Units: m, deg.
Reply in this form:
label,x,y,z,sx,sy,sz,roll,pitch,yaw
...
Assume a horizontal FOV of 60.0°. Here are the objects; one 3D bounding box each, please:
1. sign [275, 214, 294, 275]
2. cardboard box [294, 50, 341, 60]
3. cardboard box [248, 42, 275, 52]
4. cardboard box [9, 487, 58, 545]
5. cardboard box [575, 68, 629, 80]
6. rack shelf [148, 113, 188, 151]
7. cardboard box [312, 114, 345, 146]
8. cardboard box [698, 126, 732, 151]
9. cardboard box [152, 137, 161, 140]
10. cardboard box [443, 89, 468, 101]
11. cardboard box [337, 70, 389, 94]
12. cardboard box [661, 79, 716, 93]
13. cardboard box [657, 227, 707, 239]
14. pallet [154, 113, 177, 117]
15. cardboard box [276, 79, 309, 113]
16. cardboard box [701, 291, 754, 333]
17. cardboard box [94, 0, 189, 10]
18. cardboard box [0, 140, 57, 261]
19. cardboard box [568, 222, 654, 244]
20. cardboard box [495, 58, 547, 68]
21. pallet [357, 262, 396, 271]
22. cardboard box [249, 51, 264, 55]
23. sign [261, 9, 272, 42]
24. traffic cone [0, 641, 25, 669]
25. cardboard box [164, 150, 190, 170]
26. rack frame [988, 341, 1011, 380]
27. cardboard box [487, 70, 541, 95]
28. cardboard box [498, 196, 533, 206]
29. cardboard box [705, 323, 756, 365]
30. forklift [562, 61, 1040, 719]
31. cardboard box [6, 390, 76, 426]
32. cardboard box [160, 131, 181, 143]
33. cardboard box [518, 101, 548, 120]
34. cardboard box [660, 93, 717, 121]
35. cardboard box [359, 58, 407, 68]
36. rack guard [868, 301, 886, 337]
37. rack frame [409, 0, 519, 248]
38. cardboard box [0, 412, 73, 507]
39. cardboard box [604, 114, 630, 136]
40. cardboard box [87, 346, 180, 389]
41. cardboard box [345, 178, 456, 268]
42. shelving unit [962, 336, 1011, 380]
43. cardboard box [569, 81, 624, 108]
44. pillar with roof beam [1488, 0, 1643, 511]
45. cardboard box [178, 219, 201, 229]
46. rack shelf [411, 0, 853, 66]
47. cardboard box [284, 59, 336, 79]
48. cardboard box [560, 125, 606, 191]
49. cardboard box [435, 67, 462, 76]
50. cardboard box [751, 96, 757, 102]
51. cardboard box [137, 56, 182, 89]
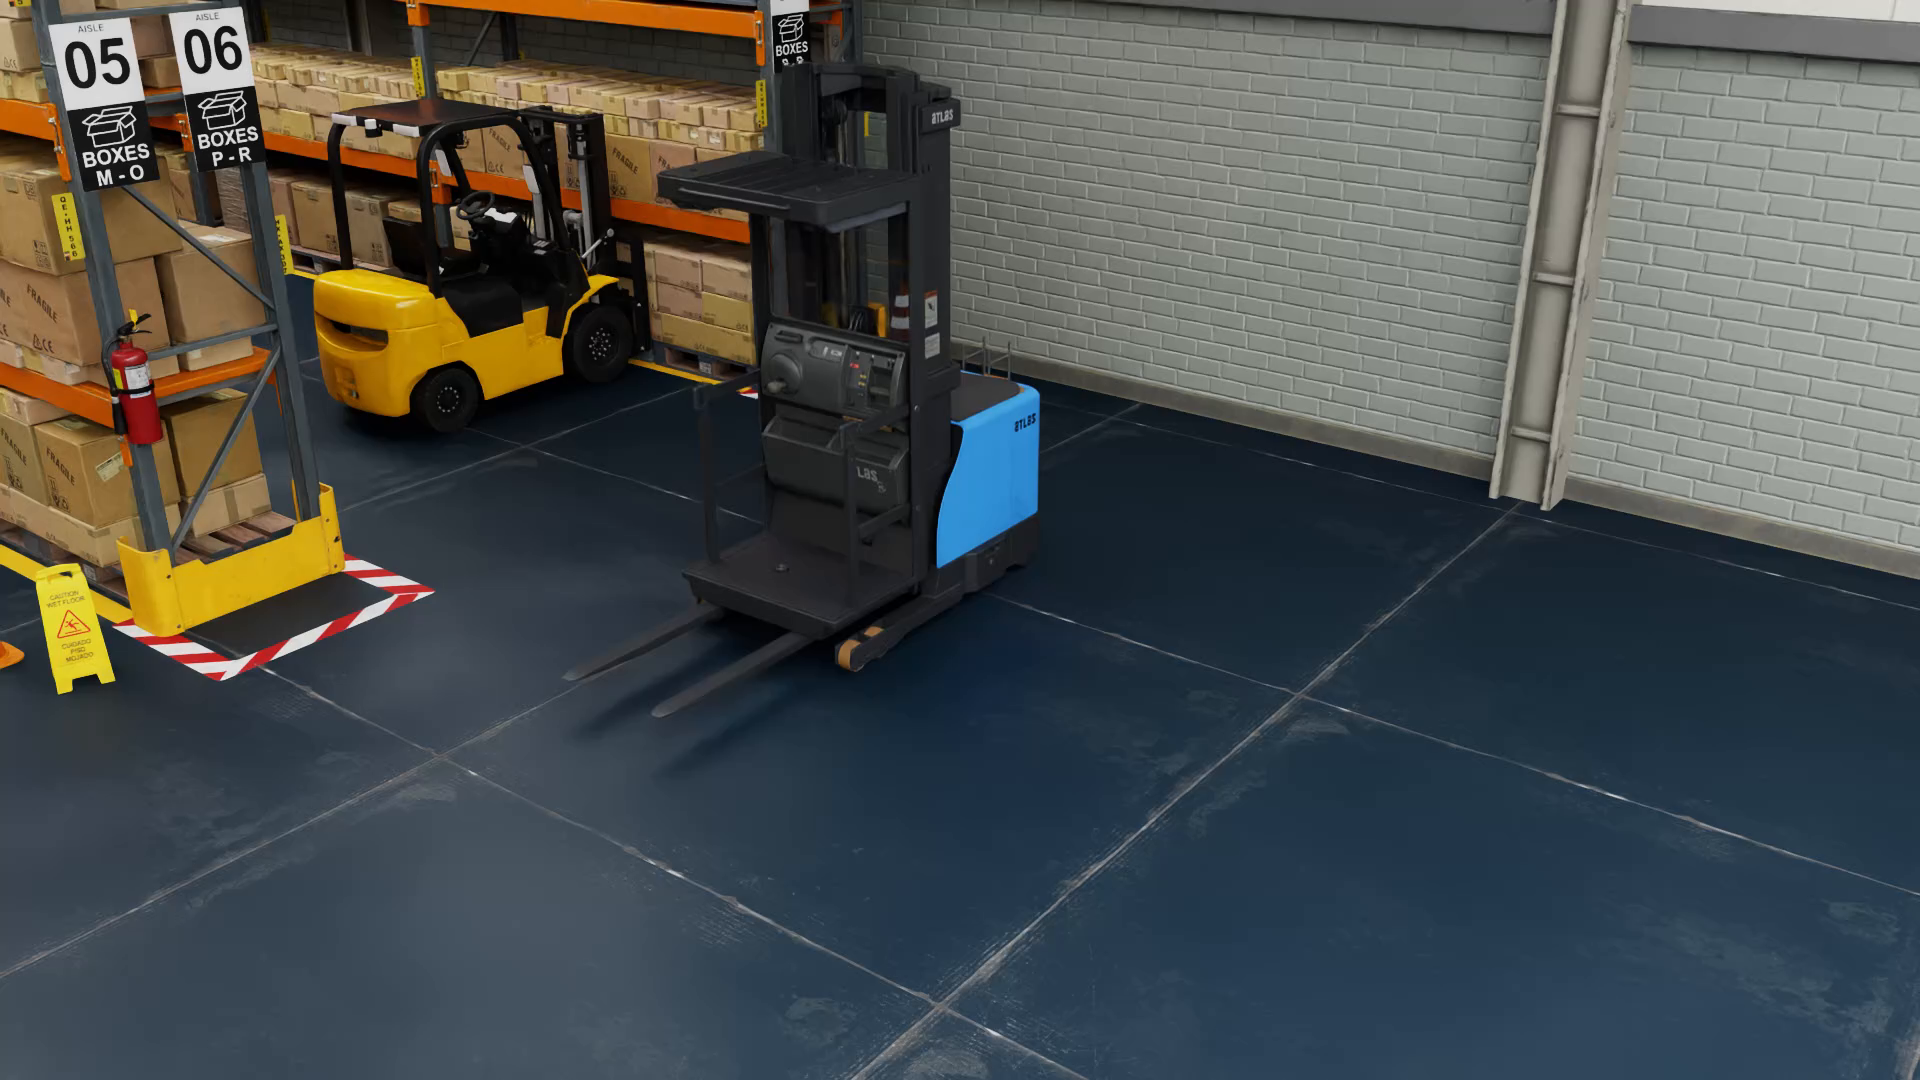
label,x,y,z,sx,sy,sz,roll,pitch,yaw
sign,-3.725,-1.616,9.123,0.005,0.325,0.100,17,29,33
cardboard box,-6.248,-4.676,16.214,0.250,0.149,0.380,17,29,33
cardboard box,-7.096,-4.911,16.746,0.250,0.149,0.380,18,29,35
cardboard box,-5.268,-0.215,9.907,0.500,0.250,0.500,17,29,33
cardboard box,-3.011,-3.870,14.015,0.250,0.149,0.380,16,29,32
rack shelf,-9.078,-4.736,18.170,4.000,0.370,1.077,17,29,33
cardboard box,-5.622,-3.833,15.414,0.500,0.250,0.500,17,29,34
cardboard box,-1.744,-3.035,12.490,0.250,0.149,0.380,17,29,34
cardboard box,-8.830,-4.237,17.920,0.250,0.149,0.380,16,29,33
cardboard box,-4.180,-3.795,14.214,0.250,0.149,0.380,16,29,32
cardboard box,-5.355,-4.121,14.955,0.250,0.149,0.380,16,28,32
cardboard box,-2.192,-3.625,13.459,0.250,0.149,0.380,16,28,32
cardboard box,-2.143,-2.460,13.761,0.500,0.250,0.500,17,29,33
pallet,-8.062,-4.635,17.287,1.003,0.211,1.213,17,29,33
cardboard box,-6.037,-4.186,15.597,0.500,0.250,0.500,17,29,34
cardboard box,-1.653,-1.826,12.944,0.500,0.250,0.500,16,29,33
cardboard box,-4.212,-2.819,8.530,0.250,0.149,0.380,17,29,33
cardboard box,-4.990,-1.862,9.022,0.500,0.500,0.700,17,29,34
cardboard box,-2.855,-2.414,13.659,0.500,0.250,0.500,16,28,32
cardboard box,-3.840,-4.113,14.567,0.250,0.149,0.380,17,29,33
pallet,-4.890,-2.504,15.670,1.213,0.211,1.003,17,29,33
cardboard box,-6.964,-4.634,16.118,0.250,0.149,0.380,18,29,35
sign,-7.147,-5.291,17.102,0.005,0.325,0.100,17,29,33
traffic cone,-5.168,0.429,8.703,0.334,0.463,0.336,17,29,33
cardboard box,-8.025,-3.964,17.302,0.250,0.149,0.380,15,28,31
rack frame,0.234,-0.608,10.142,0.006,1.200,0.240,16,28,31
cardboard box,-3.727,-3.827,13.919,0.250,0.149,0.380,16,29,32
cardboard box,-3.767,-2.949,14.872,0.500,0.250,0.500,17,29,34
cardboard box,-1.642,-1.592,13.033,0.500,0.250,0.500,17,29,34
forklift,-0.796,-0.874,8.599,1.130,2.935,3.031,16,29,33
cardboard box,-5.182,-0.795,9.489,0.250,0.149,0.380,18,29,35
cardboard box,-8.552,-4.404,18.299,0.250,0.149,0.380,16,28,32
cardboard box,-3.384,-3.531,13.616,0.250,0.149,0.380,16,29,33
cardboard box,-2.085,-3.333,12.796,0.250,0.149,0.380,17,29,34
cardboard box,-5.418,-4.436,15.670,0.250,0.149,0.380,17,29,33
rack guard,-1.057,-1.497,13.028,0.348,0.500,1.175,17,29,33
rack frame,-4.277,-3.614,14.732,0.127,3.000,1.000,17,29,33
cardboard box,-5.267,-0.556,9.751,0.500,0.500,0.500,18,30,35
cardboard box,-2.563,-3.285,13.057,0.250,0.149,0.380,17,29,34
cardboard box,-4.478,-0.951,9.000,0.250,0.149,0.380,18,29,35
cardboard box,-5.318,-3.032,15.836,0.625,0.625,0.875,16,29,33
shelving unit,0.159,-0.629,10.189,0.189,1.200,0.258,16,28,31
cardboard box,-2.911,-3.580,13.356,0.250,0.149,0.380,17,29,33
pillar with roof beam,1.126,-3.011,5.924,0.400,9.000,9.100,17,29,33
cardboard box,-4.679,-1.555,9.565,0.500,0.500,0.500,18,29,35
rack shelf,-2.677,-4.174,13.175,4.000,0.370,1.077,17,29,33
cardboard box,-6.094,-4.411,15.614,0.250,0.149,0.380,17,29,33
cardboard box,-2.856,-3.097,13.435,0.500,0.500,0.500,17,29,34
cardboard box,-4.613,-4.193,15.117,0.250,0.149,0.380,16,28,32
cardboard box,-1.392,-3.360,12.859,0.250,0.149,0.380,18,29,35
cardboard box,-4.121,-2.487,8.766,0.250,0.149,0.380,17,29,33
